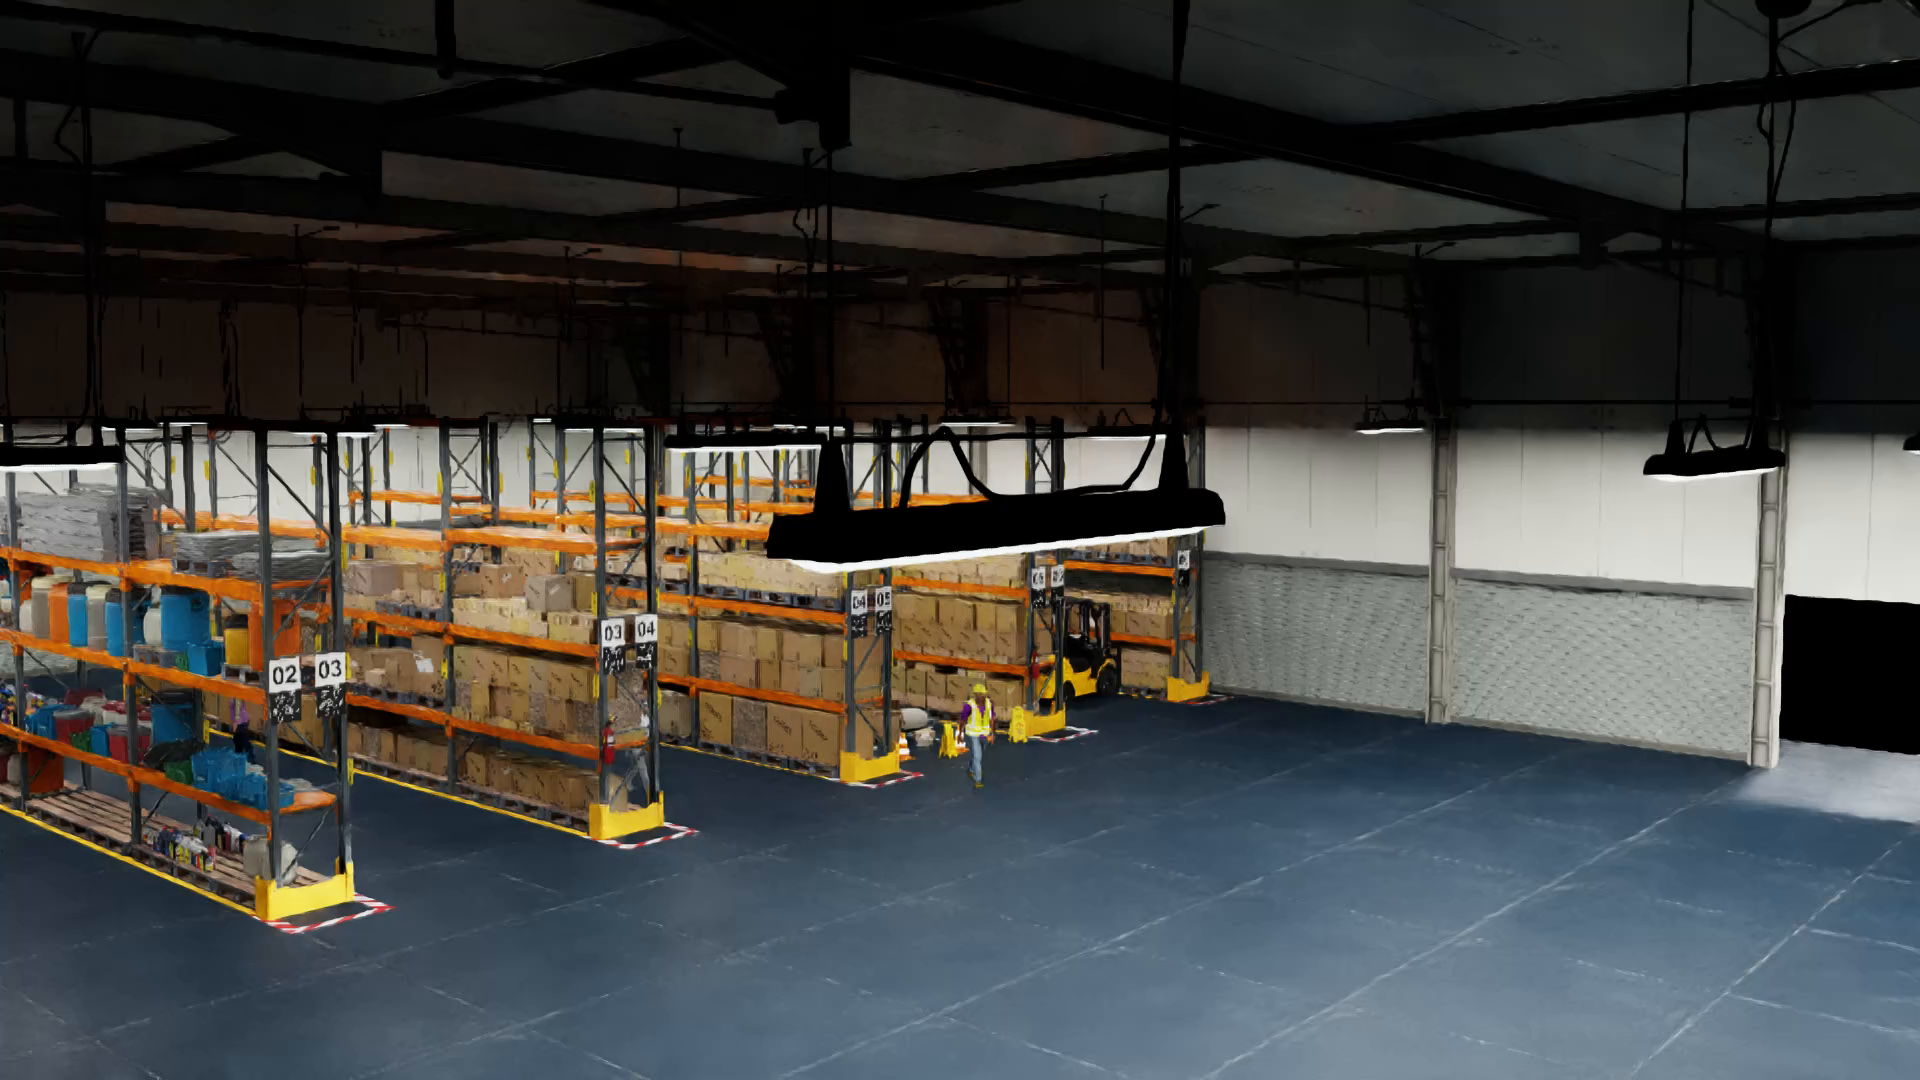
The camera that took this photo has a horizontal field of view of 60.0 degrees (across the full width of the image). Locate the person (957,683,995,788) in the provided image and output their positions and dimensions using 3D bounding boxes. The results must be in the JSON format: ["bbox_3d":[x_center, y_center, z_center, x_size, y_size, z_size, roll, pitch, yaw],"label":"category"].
[{"bbox_3d":[0.284,3.200,27.499,0.616,1.712,0.970,-3,5,-29],"label":"person"}]

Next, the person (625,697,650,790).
[{"bbox_3d":[-5.094,3.298,26.710,1.089,1.590,0.488,4,6,38],"label":"person"}]

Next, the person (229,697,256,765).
[{"bbox_3d":[-12.418,3.146,28.605,0.532,1.588,0.535,-2,5,-24],"label":"person"}]
